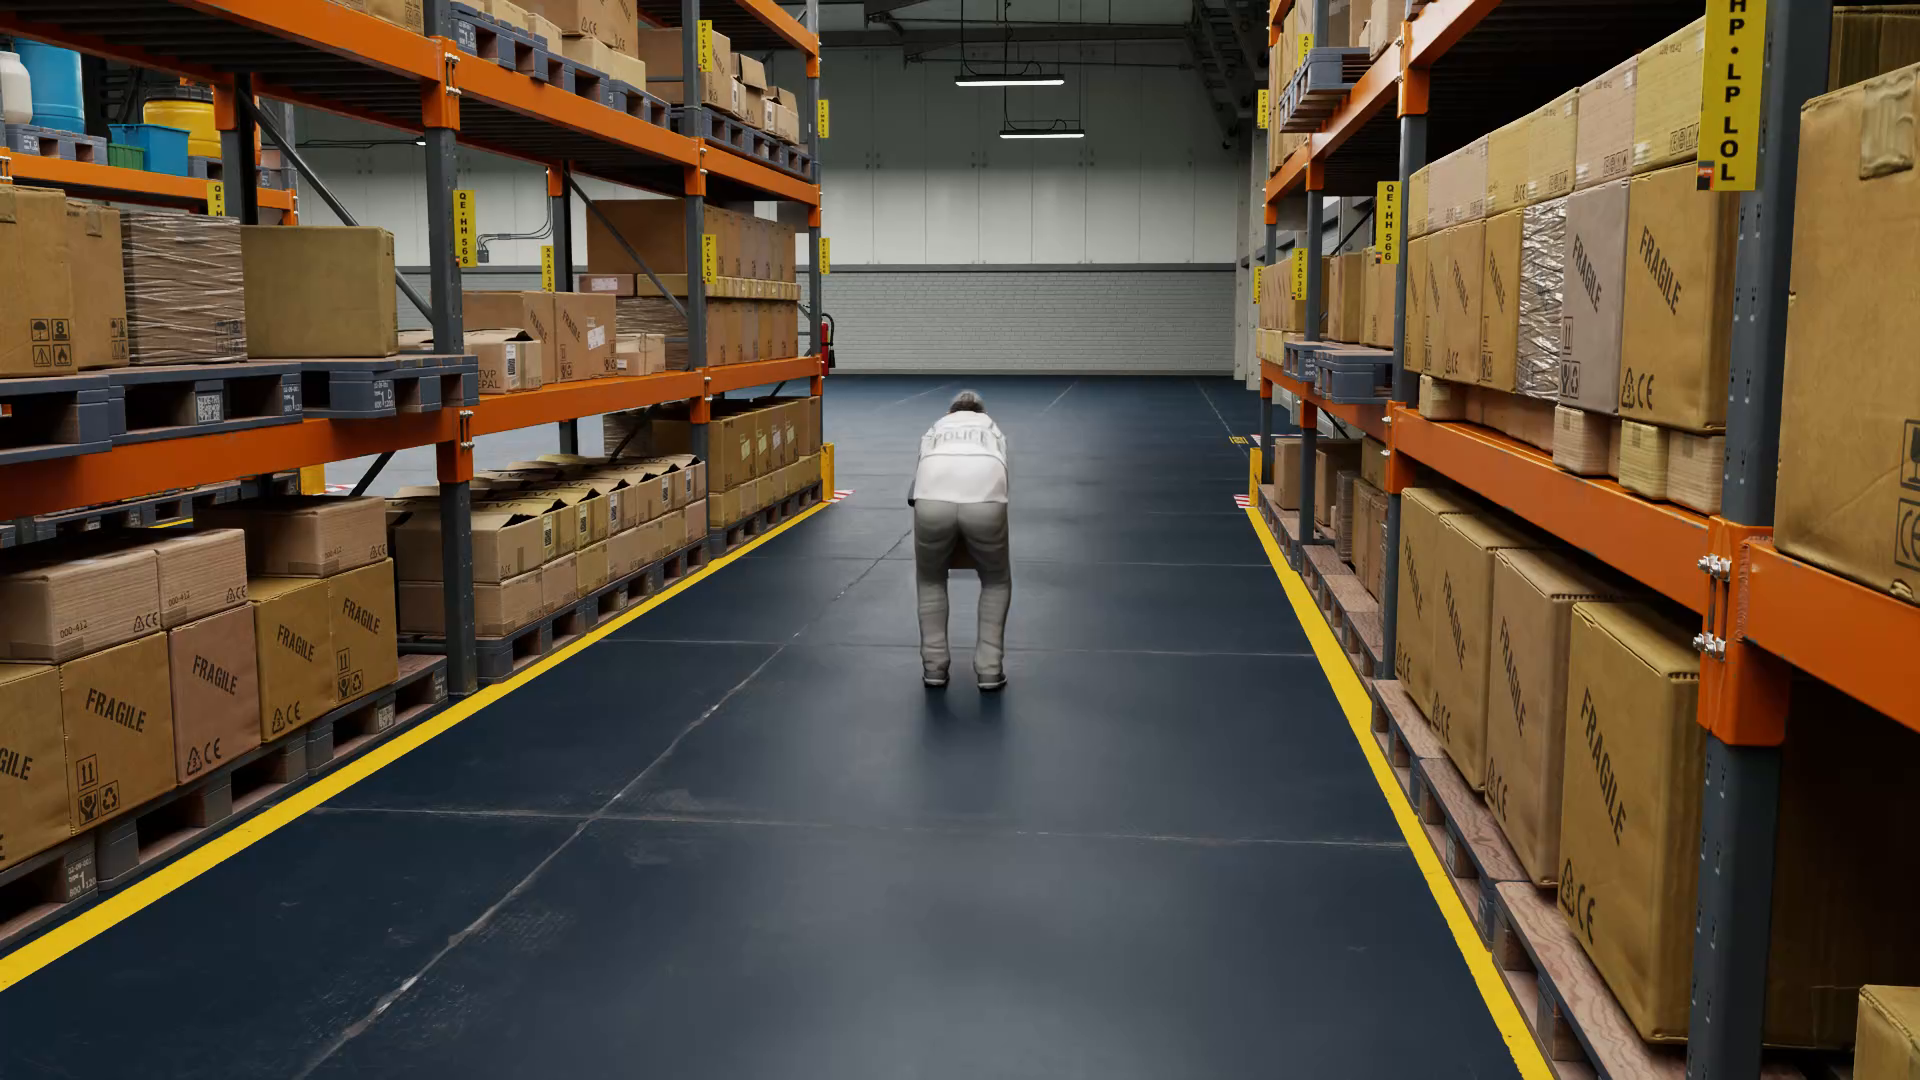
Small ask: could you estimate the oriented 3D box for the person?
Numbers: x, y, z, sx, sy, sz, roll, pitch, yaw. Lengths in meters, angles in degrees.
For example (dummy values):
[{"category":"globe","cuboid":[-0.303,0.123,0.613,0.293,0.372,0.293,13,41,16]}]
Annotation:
[{"category":"person","cuboid":[0.018,-0.012,7.685,0.460,1.323,0.874,1,8,5]}]
